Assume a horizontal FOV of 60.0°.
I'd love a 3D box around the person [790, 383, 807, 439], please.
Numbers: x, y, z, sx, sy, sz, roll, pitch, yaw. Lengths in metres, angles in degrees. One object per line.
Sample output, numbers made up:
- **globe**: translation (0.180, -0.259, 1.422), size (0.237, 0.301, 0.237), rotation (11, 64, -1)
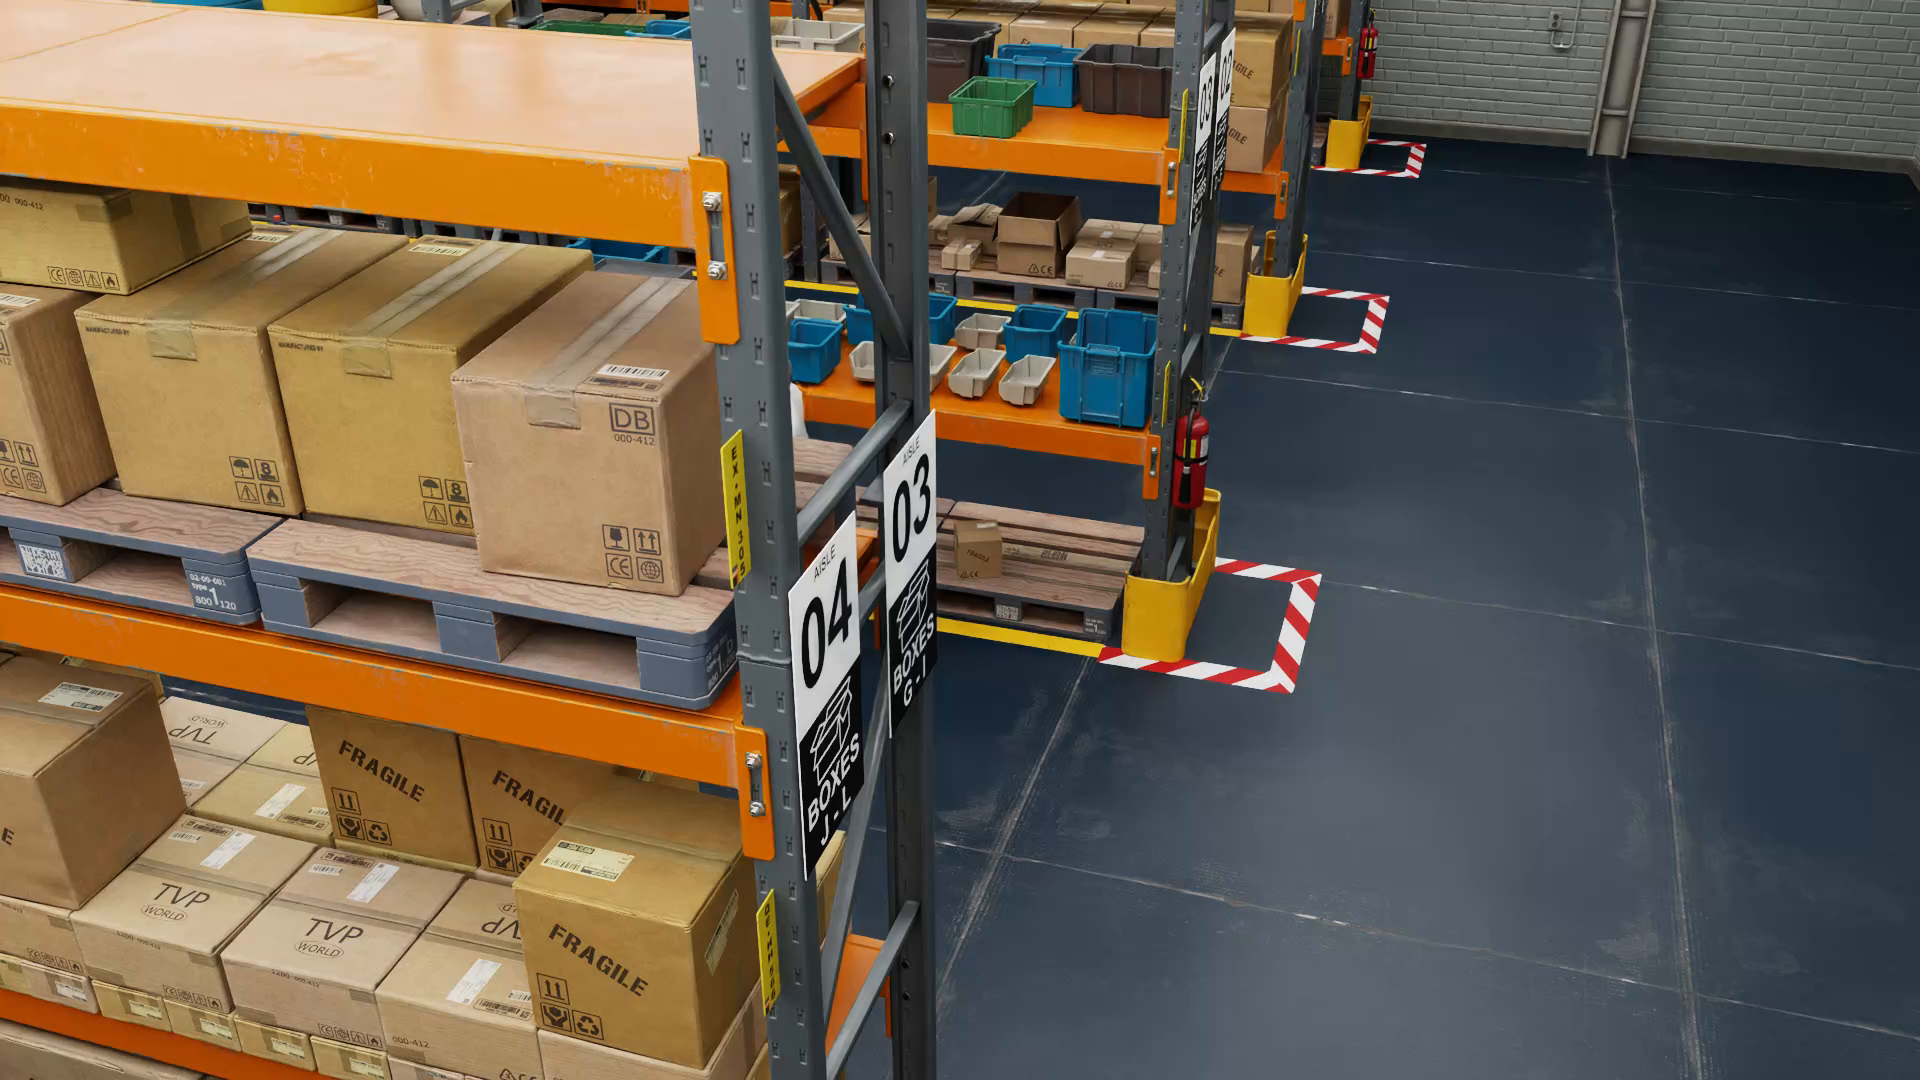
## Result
- **person**: translation (-0.887, -0.175, 8.827), size (0.566, 1.813, 0.605), rotation (-4, 29, -6)
